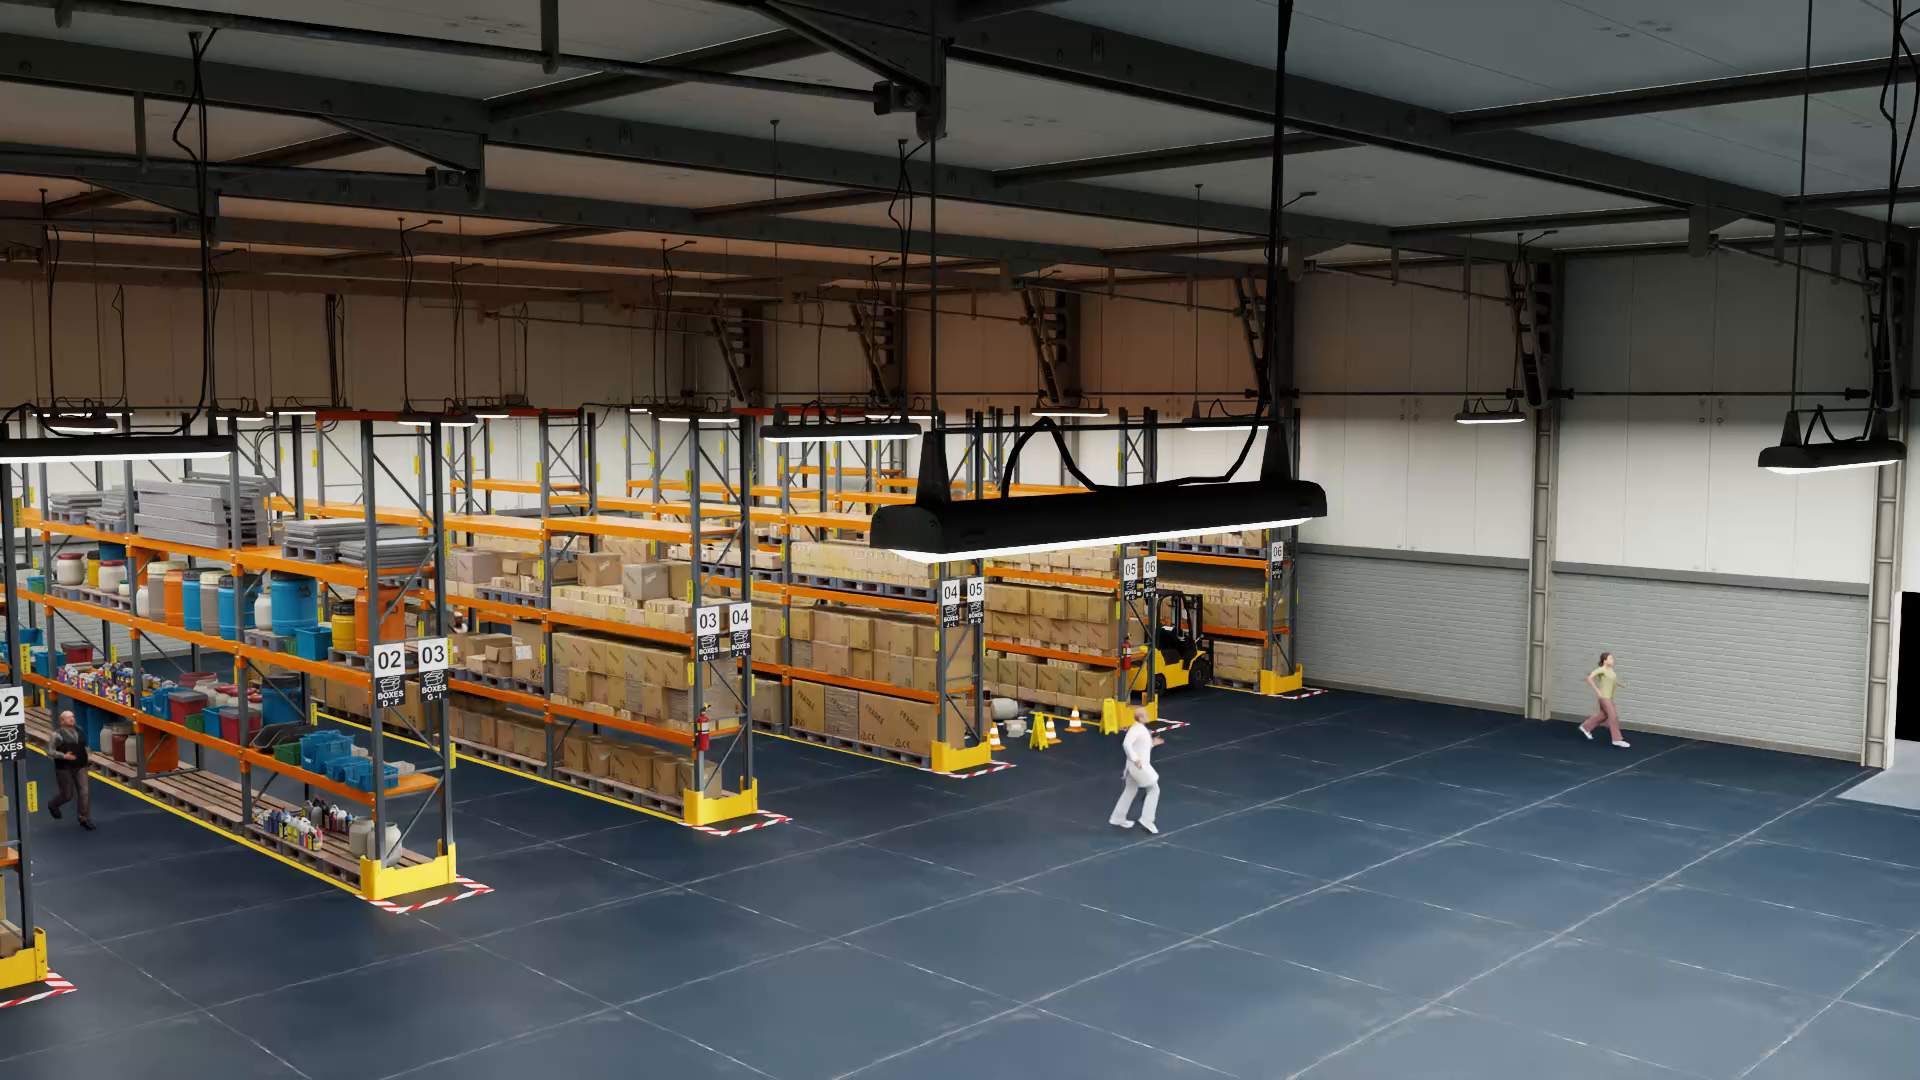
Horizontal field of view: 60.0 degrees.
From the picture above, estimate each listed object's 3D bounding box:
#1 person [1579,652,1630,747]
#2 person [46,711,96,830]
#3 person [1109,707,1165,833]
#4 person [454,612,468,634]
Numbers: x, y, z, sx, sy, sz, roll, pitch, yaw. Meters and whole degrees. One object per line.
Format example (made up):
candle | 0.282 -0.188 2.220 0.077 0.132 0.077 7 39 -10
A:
person | 11.581 2.830 29.832 0.964 1.653 0.589 5 7 43
person | -12.928 3.334 24.166 0.931 1.715 0.663 3 6 30
person | 2.563 3.431 24.053 0.844 1.663 0.665 -1 5 -10
person | -10.499 2.373 34.941 0.592 1.737 0.682 4 6 38
